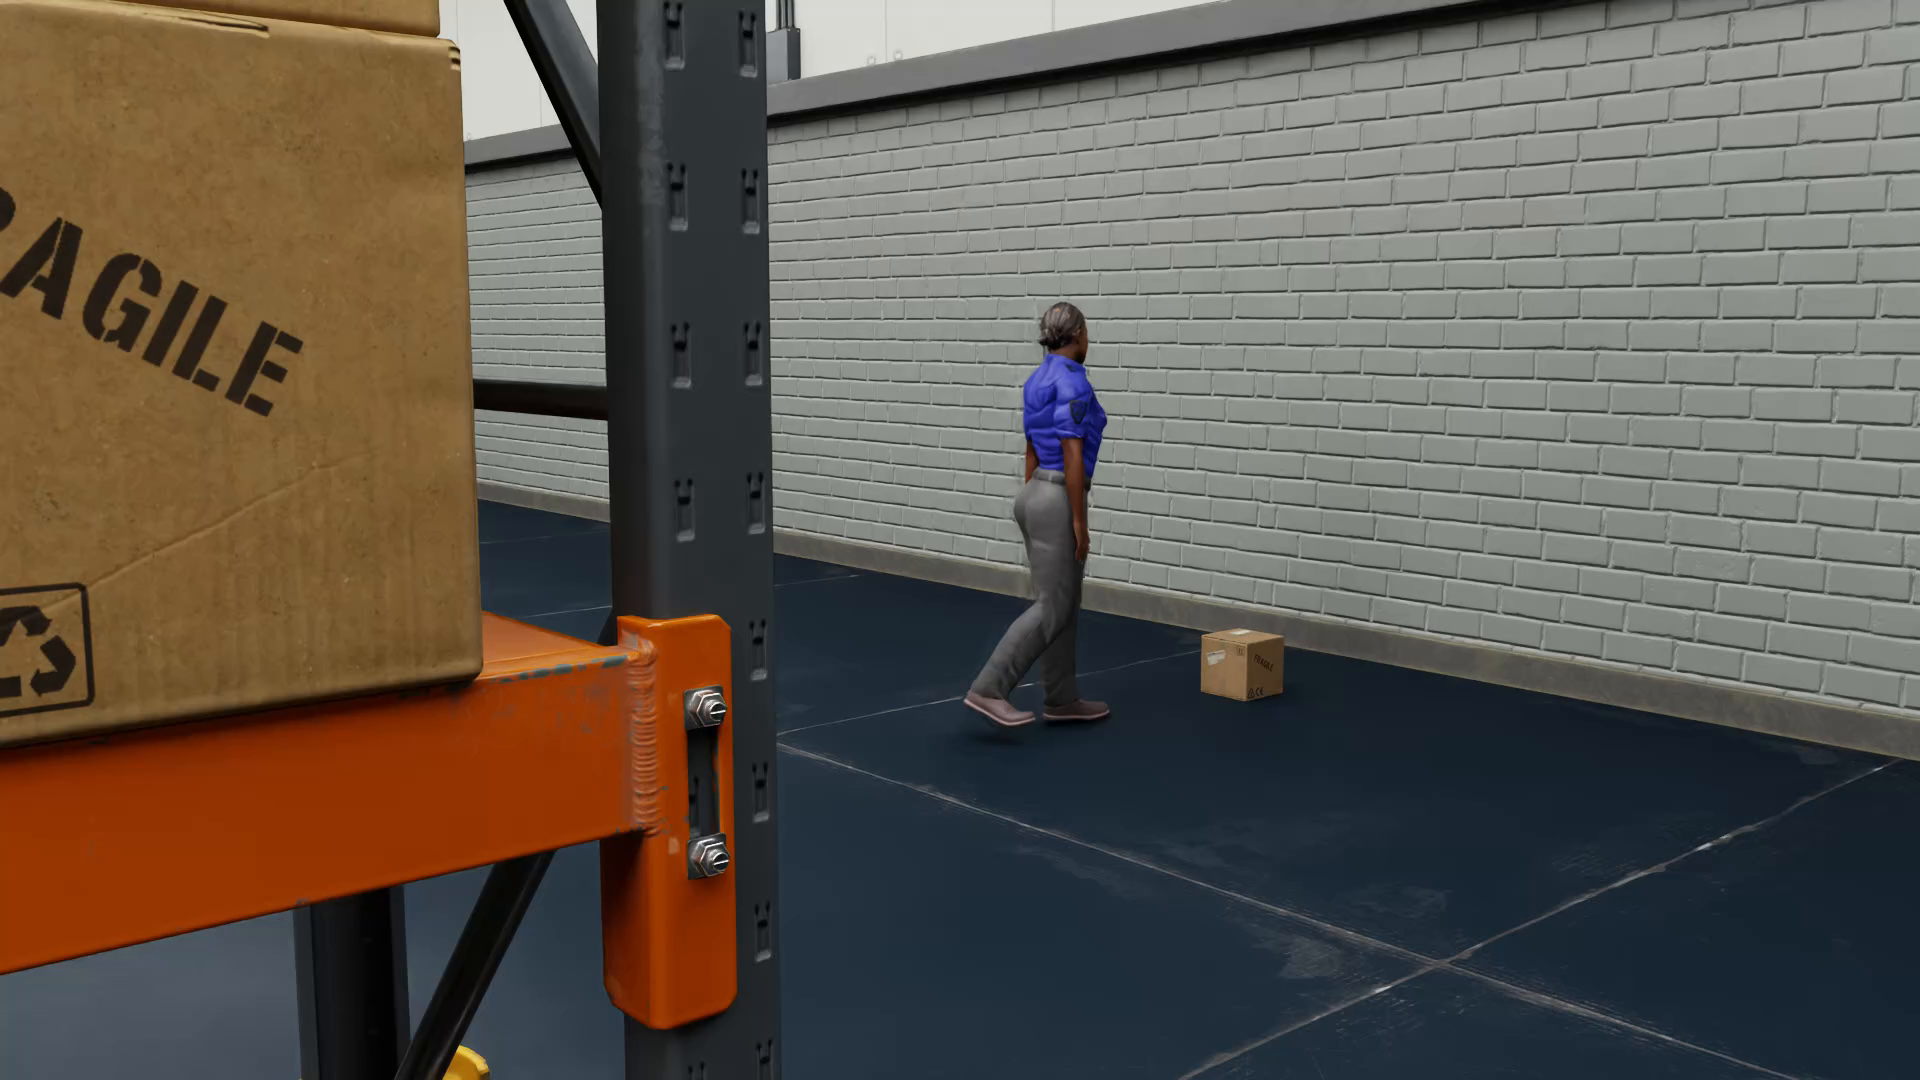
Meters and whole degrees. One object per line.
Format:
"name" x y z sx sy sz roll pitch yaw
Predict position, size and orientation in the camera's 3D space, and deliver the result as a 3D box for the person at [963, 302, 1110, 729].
"person" 0.310 -0.087 6.426 0.656 1.652 0.479 -2 8 -15
